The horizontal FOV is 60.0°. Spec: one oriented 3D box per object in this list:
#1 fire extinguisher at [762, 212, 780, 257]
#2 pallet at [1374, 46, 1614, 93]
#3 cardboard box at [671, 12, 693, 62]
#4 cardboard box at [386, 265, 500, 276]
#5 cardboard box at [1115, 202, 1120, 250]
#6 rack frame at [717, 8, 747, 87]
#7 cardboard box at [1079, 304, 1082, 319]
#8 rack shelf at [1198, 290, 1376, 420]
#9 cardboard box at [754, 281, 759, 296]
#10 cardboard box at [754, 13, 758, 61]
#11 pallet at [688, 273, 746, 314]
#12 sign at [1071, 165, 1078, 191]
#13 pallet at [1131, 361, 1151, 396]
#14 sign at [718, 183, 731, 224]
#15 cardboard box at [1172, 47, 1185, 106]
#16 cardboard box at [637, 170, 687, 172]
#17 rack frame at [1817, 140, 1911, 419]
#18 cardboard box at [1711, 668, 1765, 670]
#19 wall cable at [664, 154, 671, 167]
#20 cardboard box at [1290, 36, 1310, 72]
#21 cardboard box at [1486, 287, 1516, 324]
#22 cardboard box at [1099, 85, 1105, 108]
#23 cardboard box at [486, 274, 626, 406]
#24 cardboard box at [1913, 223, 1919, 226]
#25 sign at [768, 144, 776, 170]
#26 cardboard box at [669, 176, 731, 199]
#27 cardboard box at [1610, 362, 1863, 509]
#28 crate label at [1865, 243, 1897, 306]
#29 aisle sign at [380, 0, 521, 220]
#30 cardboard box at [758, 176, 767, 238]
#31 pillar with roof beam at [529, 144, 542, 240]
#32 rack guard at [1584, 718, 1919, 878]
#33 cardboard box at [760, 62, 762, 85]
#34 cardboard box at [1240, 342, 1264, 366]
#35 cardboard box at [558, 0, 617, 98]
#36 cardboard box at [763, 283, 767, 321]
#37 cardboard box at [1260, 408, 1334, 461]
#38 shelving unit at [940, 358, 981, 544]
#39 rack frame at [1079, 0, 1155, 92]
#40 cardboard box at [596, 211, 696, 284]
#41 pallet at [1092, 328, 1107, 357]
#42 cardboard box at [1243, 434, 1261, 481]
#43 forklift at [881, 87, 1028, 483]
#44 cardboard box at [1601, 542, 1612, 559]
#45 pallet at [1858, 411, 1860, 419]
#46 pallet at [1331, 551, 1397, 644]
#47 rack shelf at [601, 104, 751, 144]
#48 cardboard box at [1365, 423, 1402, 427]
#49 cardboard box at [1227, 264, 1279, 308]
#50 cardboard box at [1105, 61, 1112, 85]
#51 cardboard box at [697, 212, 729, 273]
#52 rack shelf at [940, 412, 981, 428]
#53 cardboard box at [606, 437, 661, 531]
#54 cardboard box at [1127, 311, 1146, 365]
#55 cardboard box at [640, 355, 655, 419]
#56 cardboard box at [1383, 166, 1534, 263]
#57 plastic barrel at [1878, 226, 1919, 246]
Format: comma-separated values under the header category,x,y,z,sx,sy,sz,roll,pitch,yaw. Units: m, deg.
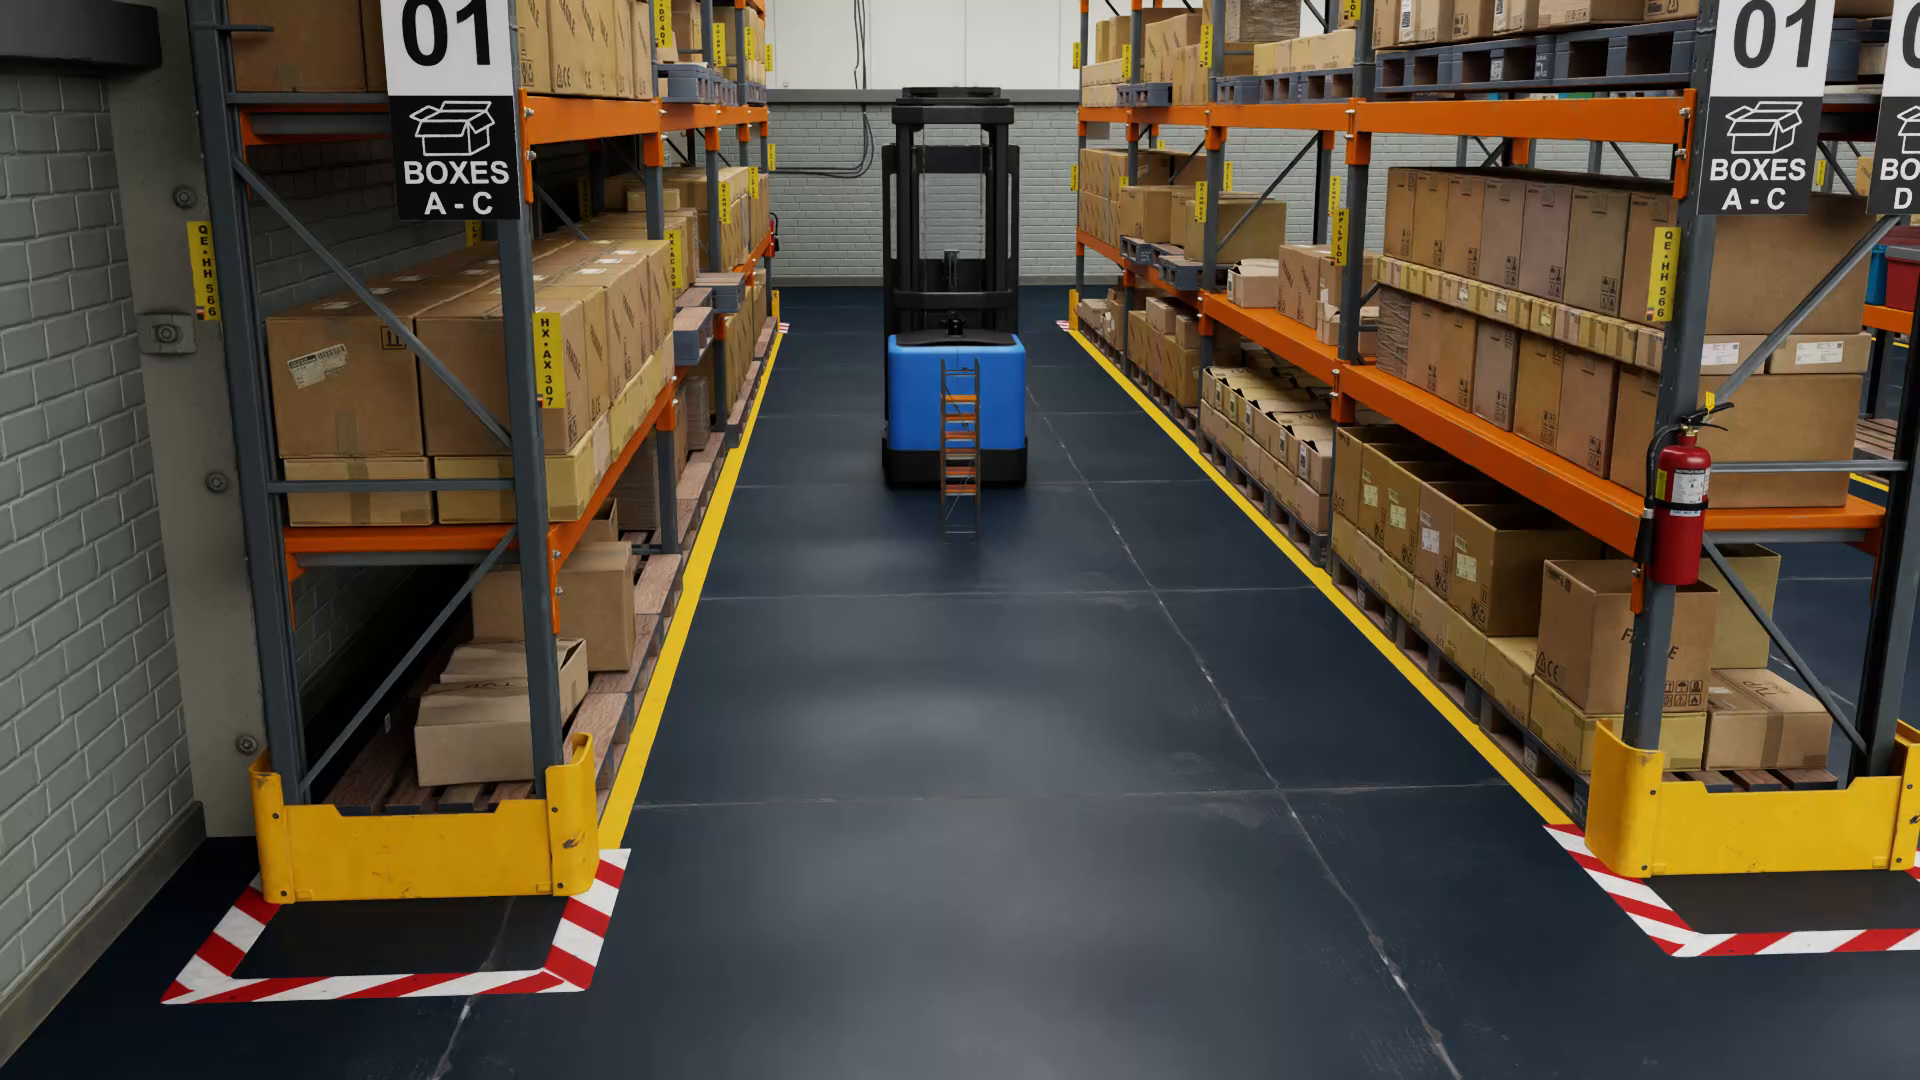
category,x,y,z,sx,sy,sz,roll,pitch,yaw
fire extinguisher,-2.477,-3.986,21.404,0.296,0.674,0.183,-1,14,-3
pallet,2.838,-2.451,8.690,1.003,0.211,1.213,-1,14,-3
cardboard box,-2.519,-4.002,13.457,0.700,0.500,0.500,-2,15,-8
cardboard box,-2.267,-0.974,7.548,0.500,0.500,0.500,-1,14,-3
cardboard box,1.976,-3.411,18.064,0.500,0.500,0.500,-1,14,-3
rack frame,-2.680,-6.070,16.560,1.000,3.000,0.127,-1,14,-3
cardboard box,1.714,-2.907,21.106,0.380,0.166,0.250,-1,14,-3
rack shelf,2.635,-1.402,11.899,1.077,0.370,4.000,-1,14,-3
cardboard box,-2.496,-2.877,19.062,0.380,0.149,0.250,-1,14,-5
cardboard box,-2.519,-5.592,18.474,0.500,0.500,0.500,-1,14,-3
pallet,-2.282,-1.902,12.783,1.213,0.211,1.003,-1,14,-3
sign,1.474,-4.648,21.335,0.100,0.325,0.005,-1,14,-3
pallet,2.352,-1.690,17.172,1.003,0.211,1.213,-1,14,-3
sign,-1.892,-2.703,13.349,0.100,0.325,0.005,-1,14,-3
cardboard box,2.387,-4.113,14.771,0.910,0.500,0.500,-1,14,-3
cardboard box,-2.837,-3.357,15.713,0.500,0.250,0.500,-1,14,-5
rack frame,7.455,-2.323,14.036,1.000,3.000,0.127,-1,14,-3
cardboard box,3.161,0.609,7.315,0.500,0.250,0.500,-1,14,-3
wall cable,-3.952,-4.956,22.229,0.084,1.984,1.851,-1,14,-3
cardboard box,2.670,-3.447,11.841,0.500,0.250,0.500,-1,14,-5
cardboard box,2.695,-1.098,7.773,0.380,0.149,0.250,-1,14,-4
cardboard box,1.882,-5.112,19.158,0.500,0.250,0.500,-1,14,-3
cardboard box,-1.713,-0.856,7.089,0.500,0.500,0.500,-1,14,-5
cardboard box,11.710,-3.726,19.994,0.380,0.149,0.250,-1,14,-3
sign,-2.386,-4.840,21.020,0.100,0.325,0.005,-1,14,-3
cardboard box,-2.238,-2.986,14.270,0.500,0.250,0.500,-1,14,-4
cardboard box,2.991,-0.423,6.449,0.700,0.500,0.500,-1,14,-3
crate label,7.247,-2.089,13.055,0.502,0.435,0.616,-1,14,-3
aisle sign,-1.633,-1.426,5.333,0.394,0.787,0.004,-1,14,-3
cardboard box,-2.831,-3.998,19.942,0.980,0.700,0.700,-1,14,-4
pillar with roof beam,1.081,-4.805,11.644,9.100,9.000,0.400,-1,14,-3
rack guard,3.008,0.958,6.298,1.175,0.500,0.348,-1,14,-3
cardboard box,-2.585,-5.484,19.559,0.500,0.250,0.500,-1,14,-6
cardboard box,2.730,-1.498,14.962,0.500,0.500,0.500,-1,14,-5
cardboard box,-1.796,-2.175,7.198,0.500,0.500,0.500,0,14,0
cardboard box,-2.785,-2.980,20.763,0.700,0.500,0.500,-1,14,-3
cardboard box,2.381,-0.746,11.456,0.500,0.311,0.500,-1,14,-4
shelving unit,0.001,-0.577,10.863,0.258,1.200,0.189,-1,14,-3
rack frame,2.016,-7.143,20.728,1.000,3.000,0.127,-1,14,-3
cardboard box,-2.332,-2.176,12.382,0.700,0.500,0.500,-2,15,-9
pallet,2.143,-2.367,19.802,1.003,0.211,1.213,-1,14,-3
cardboard box,2.352,-0.603,12.025,0.500,0.250,0.500,-1,14,-2
forklift,-0.085,-2.165,13.561,1.130,2.935,3.031,-1,14,-2
cardboard box,3.119,0.122,7.704,0.500,0.500,0.500,-1,14,-3
pallet,7.365,-1.168,15.143,1.003,0.211,1.213,-1,14,-3
pallet,2.767,0.296,9.452,1.003,0.211,1.213,-1,14,-3
rack shelf,-2.557,-3.772,15.091,1.077,0.370,4.000,-1,14,-3
cardboard box,2.956,-0.627,10.995,0.500,0.311,0.500,-1,14,-4
cardboard box,2.373,-1.979,12.877,0.500,0.311,0.500,-1,14,-4
cardboard box,1.906,-5.230,18.612,0.500,0.250,0.500,-1,14,-3
cardboard box,-2.207,-2.497,13.874,0.500,0.500,0.500,0,14,-2
rack shelf,0.001,-0.767,10.814,0.258,0.103,0.180,-1,14,-3
cardboard box,-2.247,-0.361,10.542,0.700,0.500,0.500,0,14,-2
cardboard box,2.050,-2.121,17.383,0.500,0.500,0.500,-2,15,-6
cardboard box,-1.784,-0.751,8.184,0.500,0.250,0.500,-1,14,-4
cardboard box,2.793,-1.819,9.273,0.700,0.500,0.500,-1,14,-3
plastic barrel,7.786,-2.278,13.589,0.600,0.536,0.708,-1,14,-3
